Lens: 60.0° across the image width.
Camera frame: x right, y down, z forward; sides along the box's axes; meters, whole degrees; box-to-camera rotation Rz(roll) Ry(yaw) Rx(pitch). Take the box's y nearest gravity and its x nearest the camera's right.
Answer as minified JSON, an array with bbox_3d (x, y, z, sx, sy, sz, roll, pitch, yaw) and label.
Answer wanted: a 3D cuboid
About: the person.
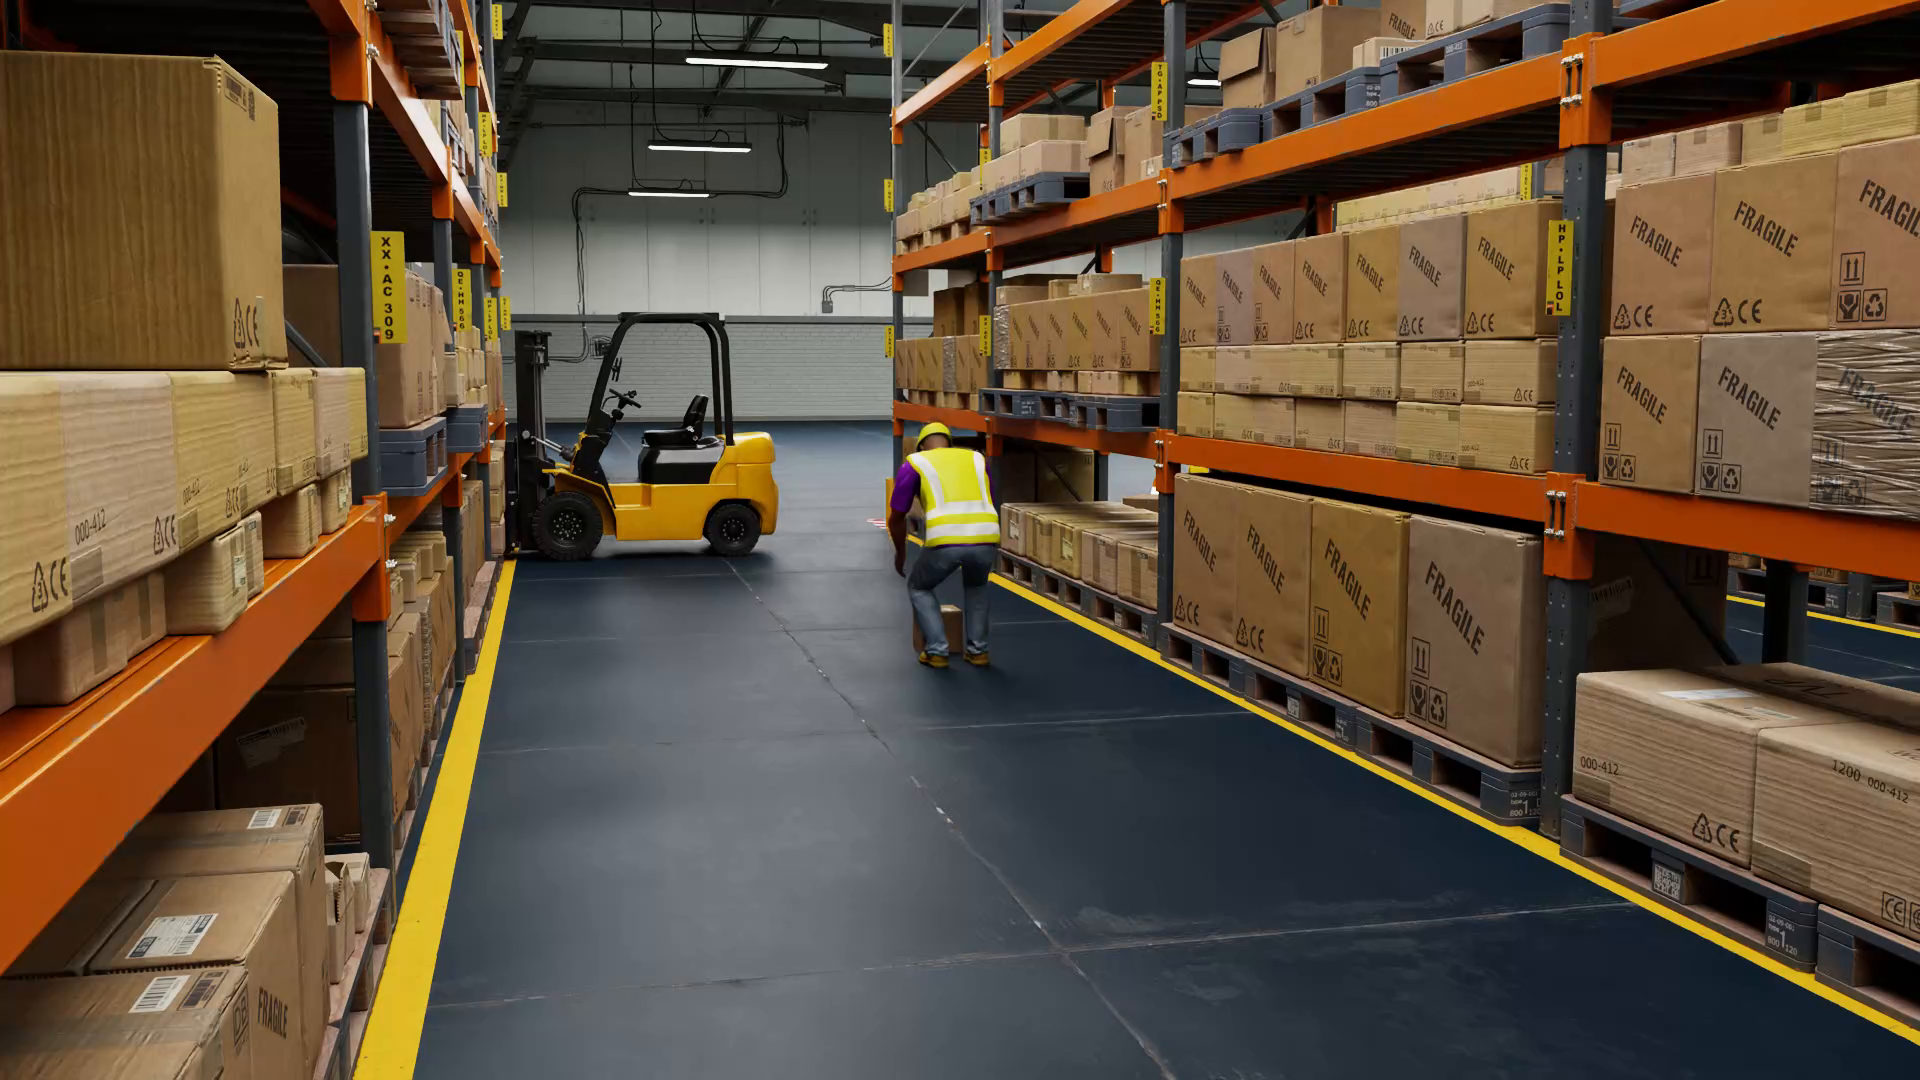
[{"bbox_3d":[-0.079,0.021,9.512,0.631,1.373,0.779,-1,6,-14],"label":"person"}]
